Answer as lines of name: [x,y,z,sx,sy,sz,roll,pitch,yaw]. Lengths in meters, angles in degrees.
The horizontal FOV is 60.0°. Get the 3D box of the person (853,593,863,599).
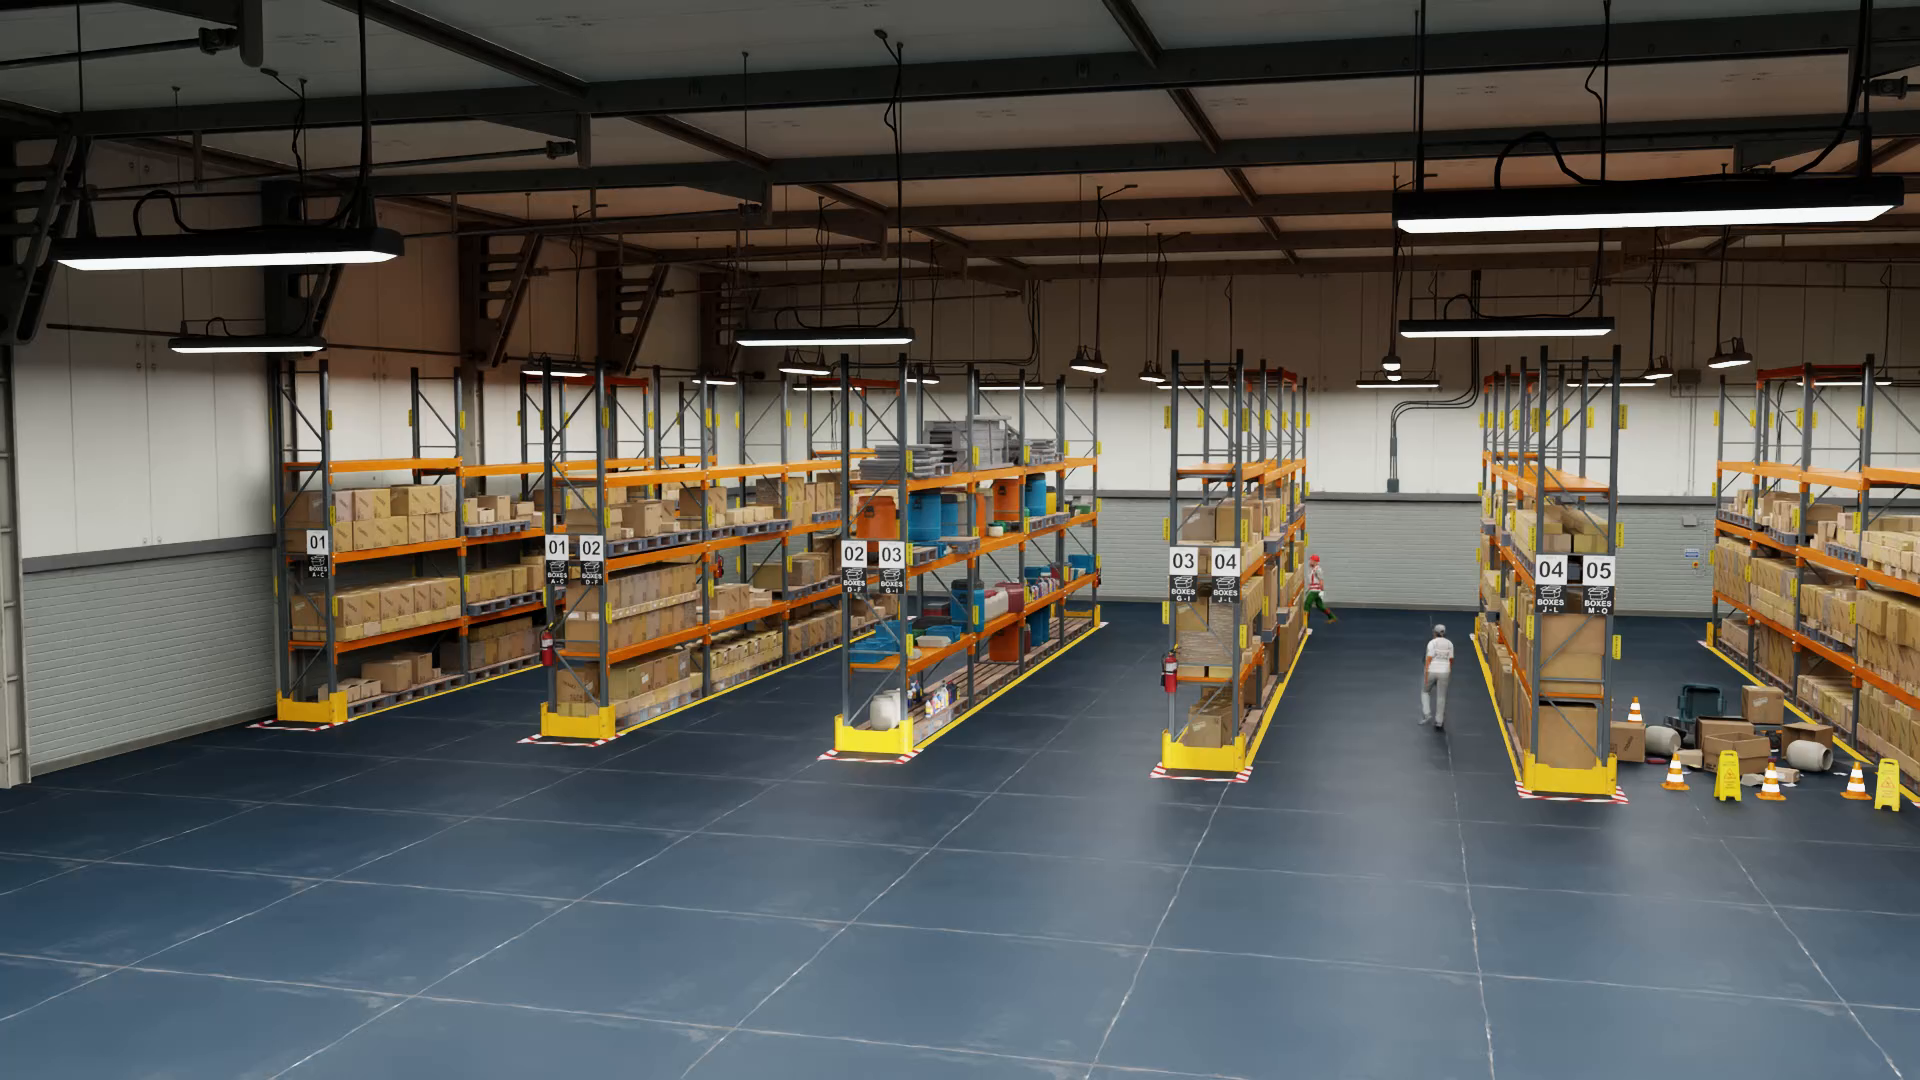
person: [-2.898,0.893,45.539,0.663,1.683,0.648,2,5,25]

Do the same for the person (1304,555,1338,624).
person: [8.628,1.232,40.242,1.034,1.754,0.516,1,4,8]

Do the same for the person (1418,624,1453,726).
person: [7.793,2.215,27.212,0.547,1.675,0.465,1,4,12]
